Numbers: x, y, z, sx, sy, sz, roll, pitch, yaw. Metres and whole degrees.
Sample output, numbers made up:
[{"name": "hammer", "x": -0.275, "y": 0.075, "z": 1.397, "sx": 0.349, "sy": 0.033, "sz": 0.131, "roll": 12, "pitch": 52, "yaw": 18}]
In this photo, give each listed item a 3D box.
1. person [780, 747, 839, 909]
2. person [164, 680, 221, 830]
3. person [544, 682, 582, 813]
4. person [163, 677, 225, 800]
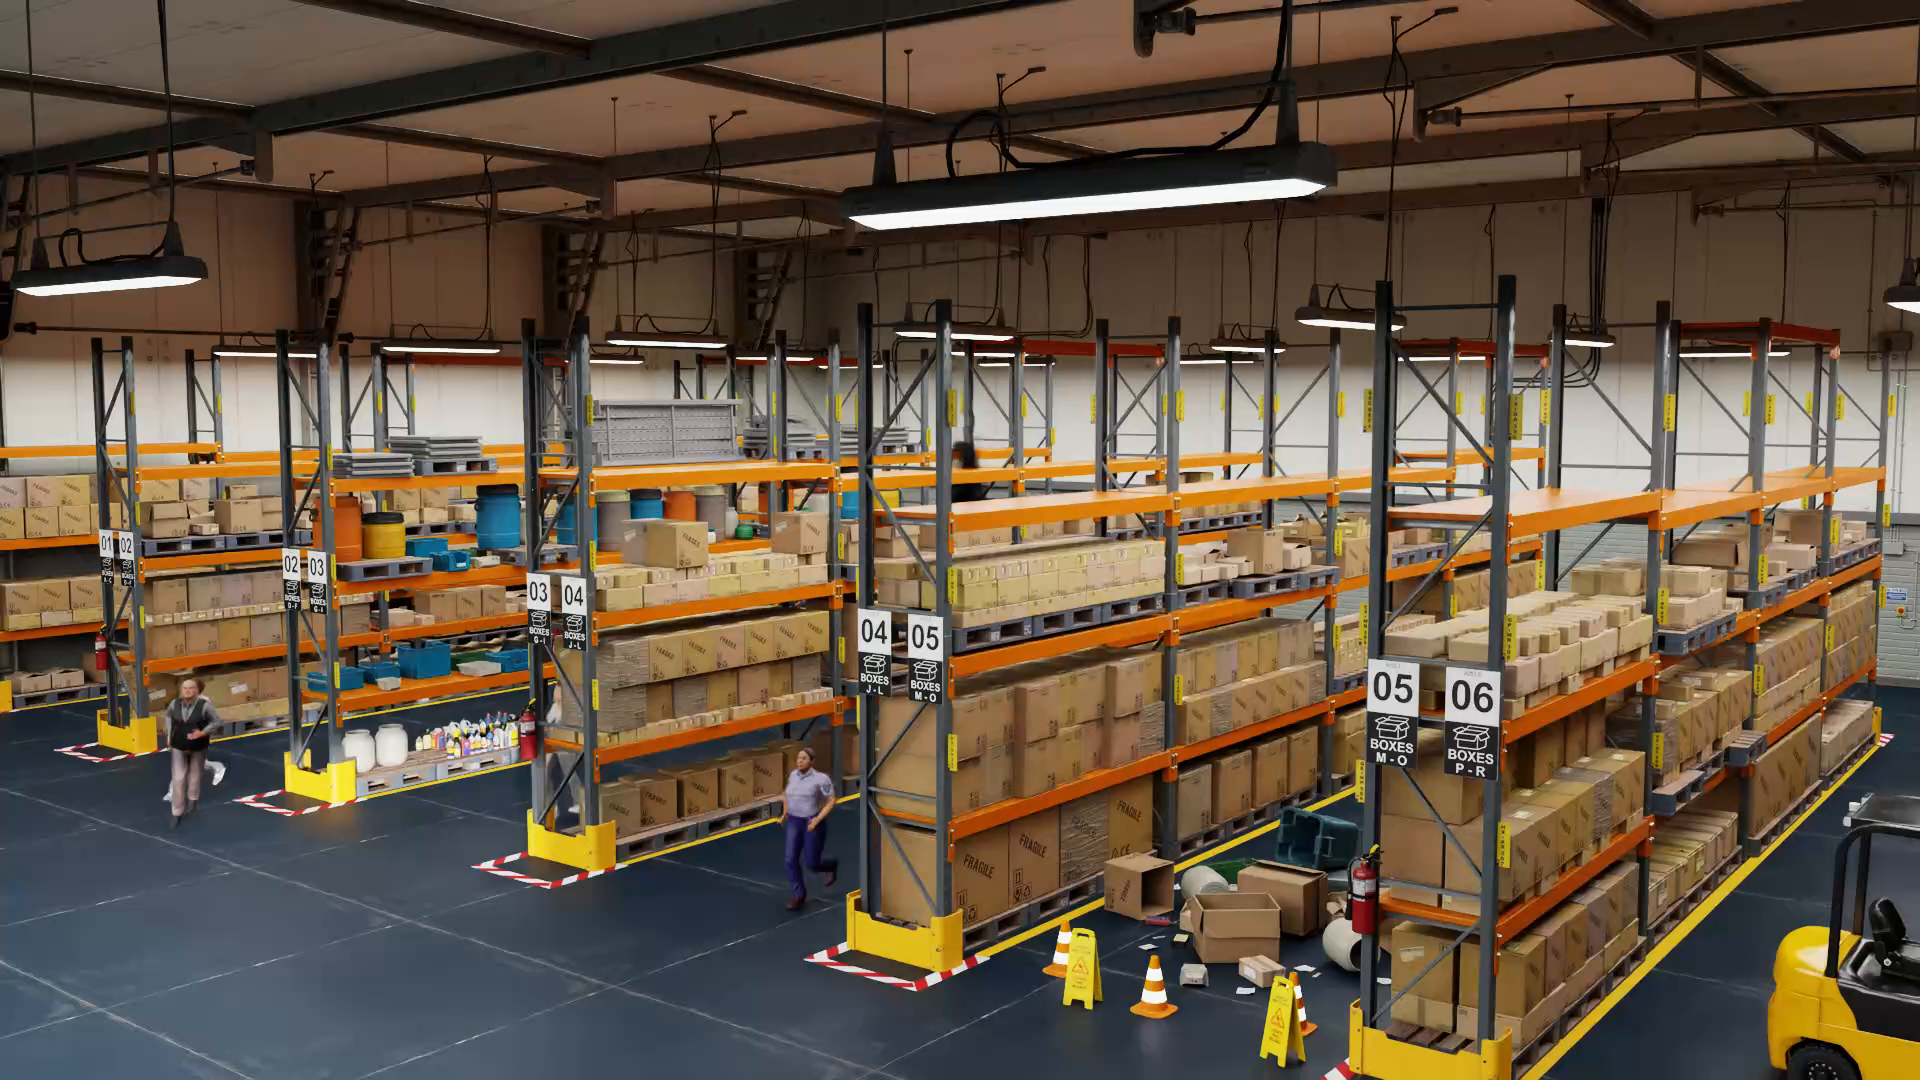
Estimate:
[{"name": "person", "x": -1.540, "y": 2.893, "z": 16.922, "sx": 0.644, "sy": 1.601, "sz": 0.734, "roll": 2, "pitch": 6, "yaw": 27}, {"name": "person", "x": -9.300, "y": 2.551, "z": 20.189, "sx": 0.659, "sy": 1.758, "sz": 0.825, "roll": -2, "pitch": 5, "yaw": -17}, {"name": "person", "x": -4.852, "y": 2.574, "z": 20.227, "sx": 0.531, "sy": 1.720, "sz": 0.738, "roll": 3, "pitch": 6, "yaw": 30}, {"name": "person", "x": -9.848, "y": 2.555, "z": 21.484, "sx": 0.566, "sy": 1.546, "sz": 0.771, "roll": 2, "pitch": 5, "yaw": 21}]
